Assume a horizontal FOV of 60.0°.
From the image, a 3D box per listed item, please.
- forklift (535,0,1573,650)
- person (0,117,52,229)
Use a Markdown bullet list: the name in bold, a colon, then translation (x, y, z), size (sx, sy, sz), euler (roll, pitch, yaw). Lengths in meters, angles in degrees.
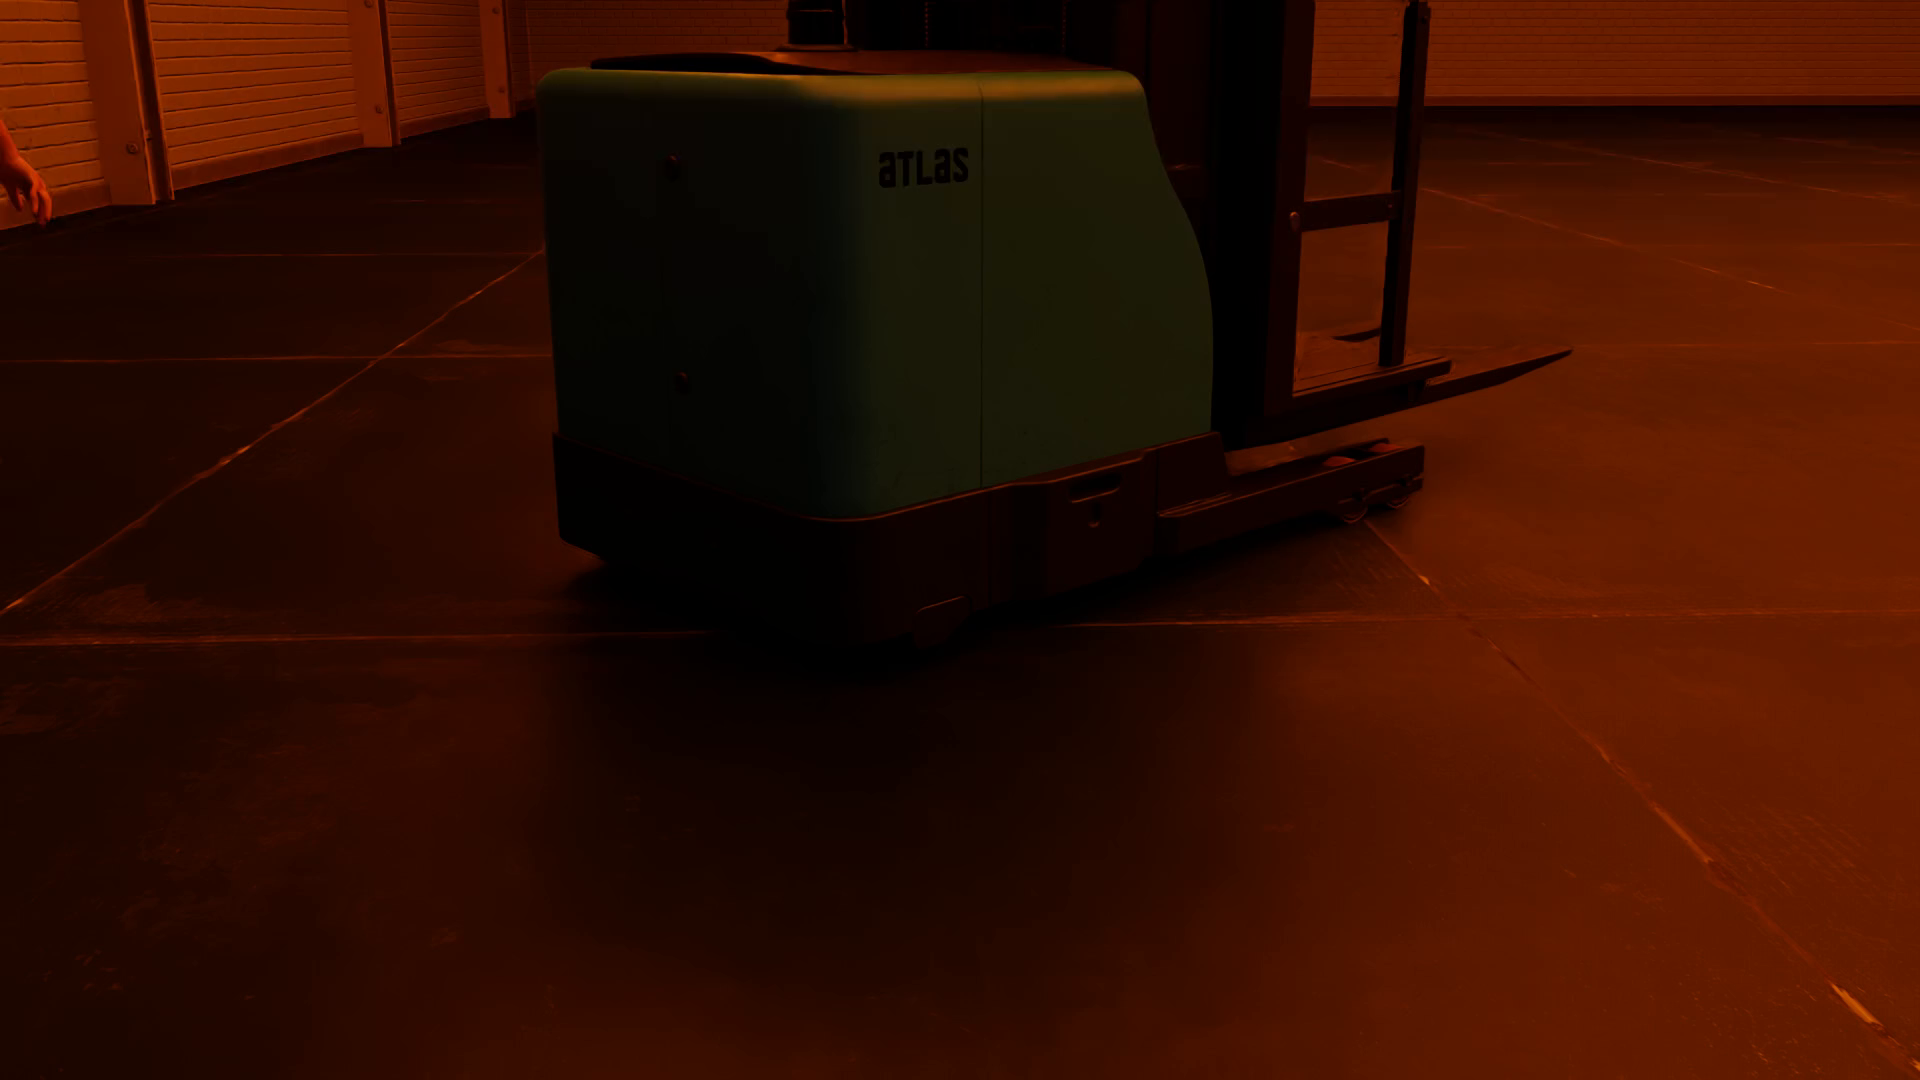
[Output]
- **forklift**: translation (0.530, -1.539, 3.940), size (3.031, 2.935, 1.130), euler (-15, 23, -41)
- **person**: translation (-2.641, -0.816, 3.970), size (0.773, 1.561, 0.777), euler (-11, 20, -32)
